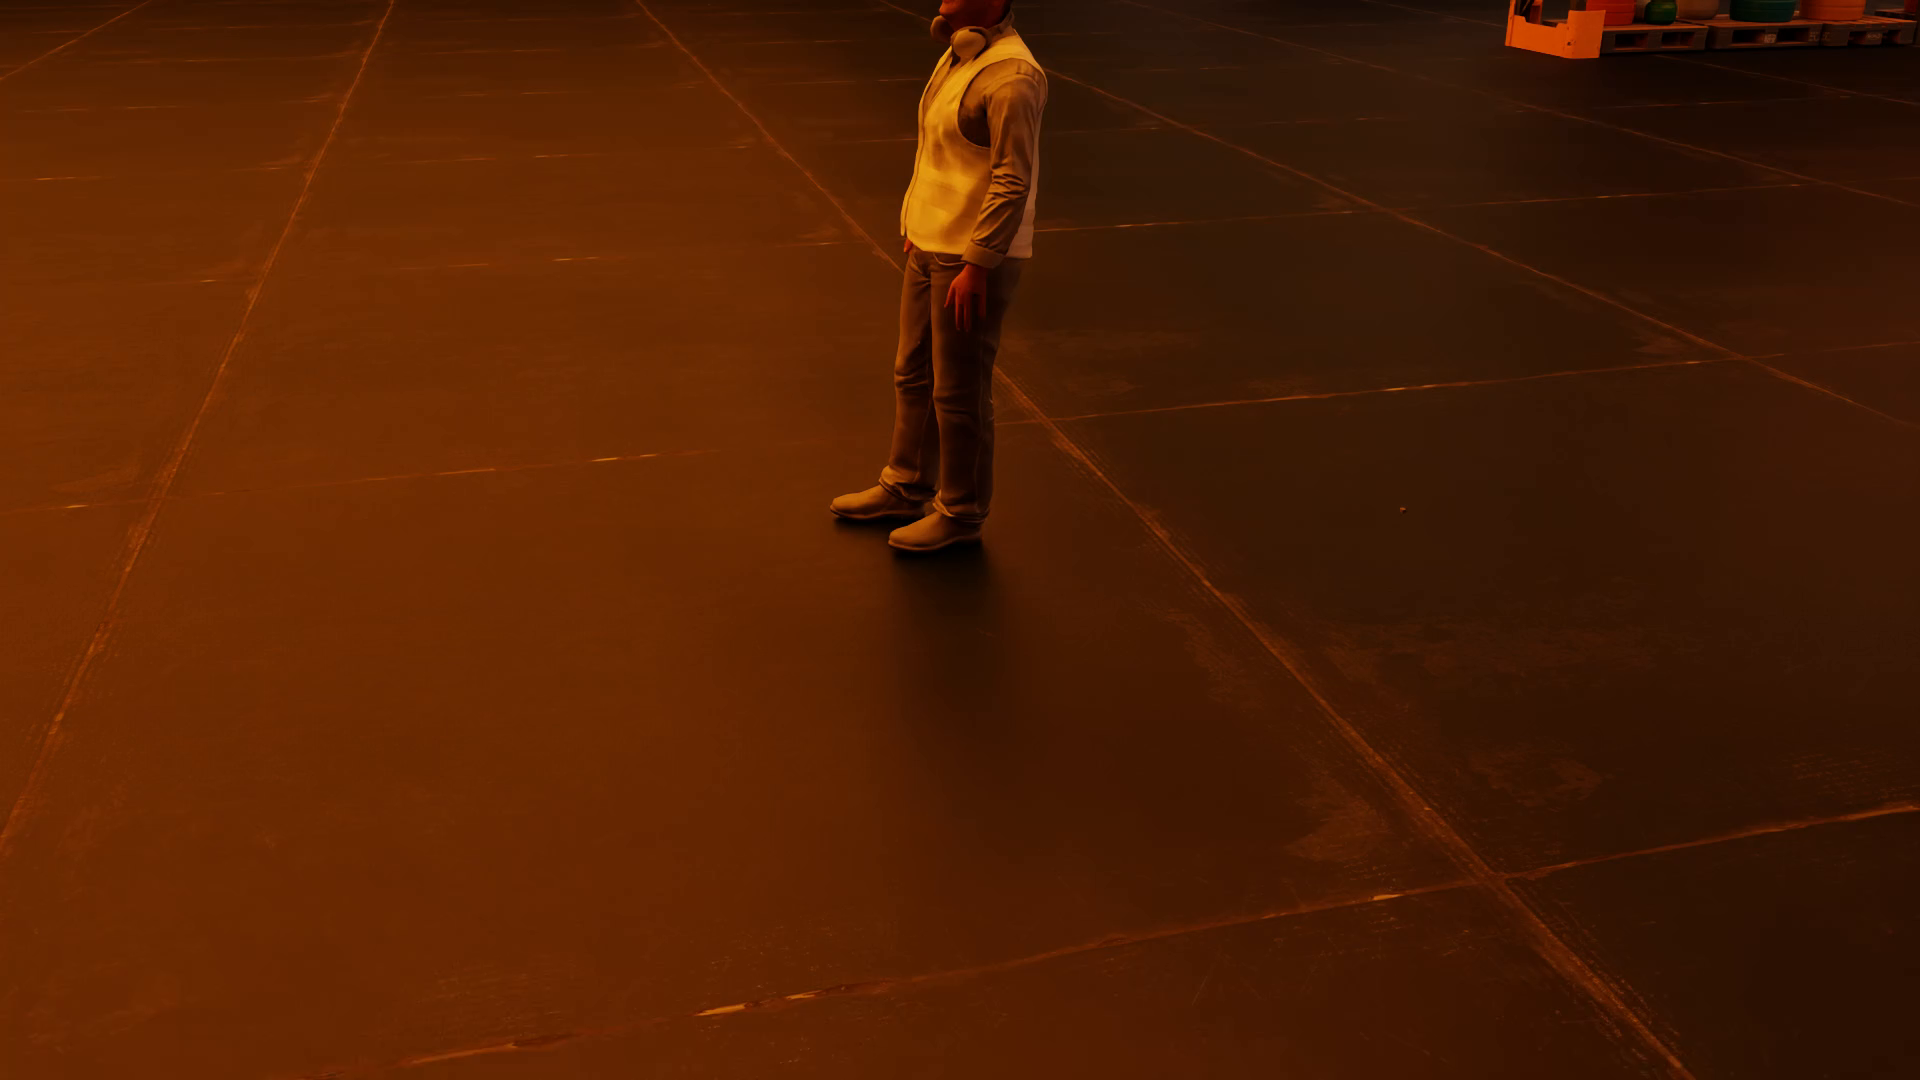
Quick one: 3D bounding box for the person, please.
[{"bbox_3d":[-0.062,-0.820,4.695,0.568,1.773,0.632,-6,24,-14],"label":"person"}]
